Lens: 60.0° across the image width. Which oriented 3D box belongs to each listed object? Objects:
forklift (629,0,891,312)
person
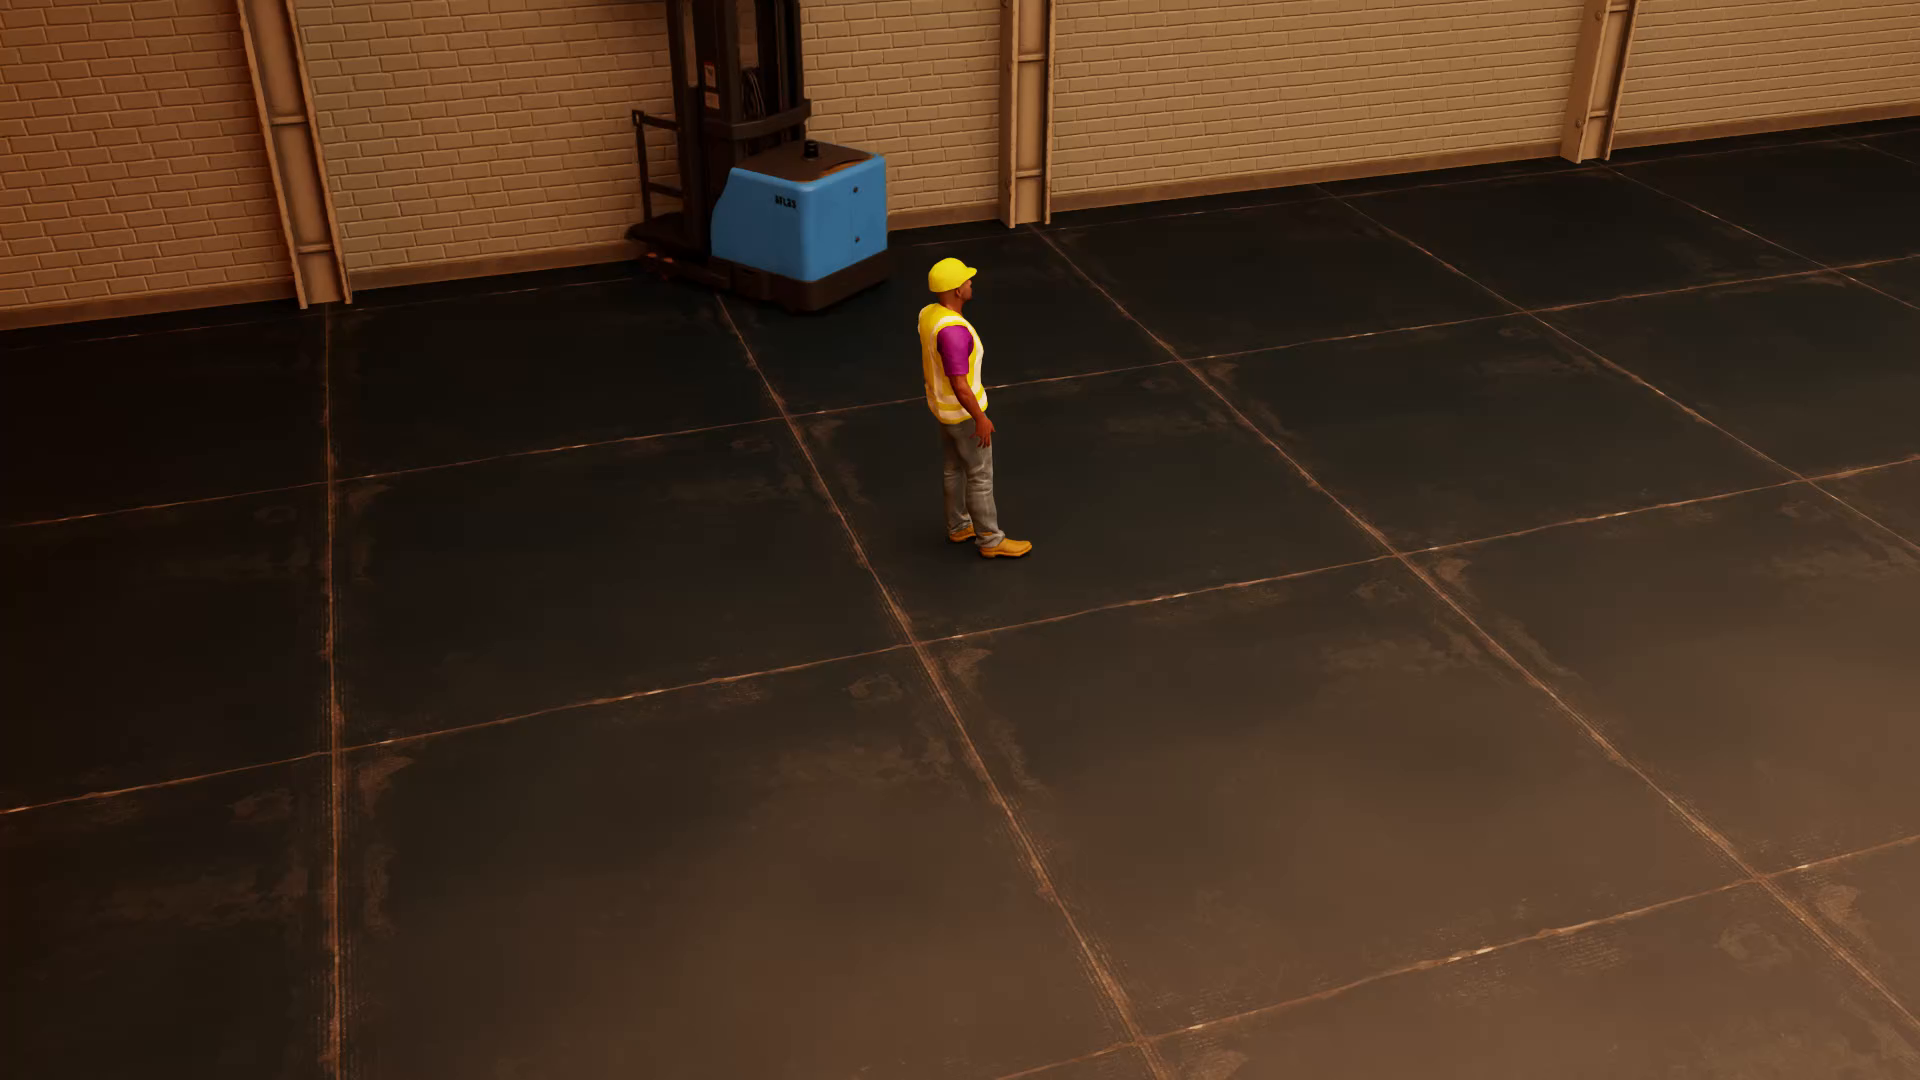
[{"bbox_3d":[-2.058,-3.633,13.402,3.031,2.935,1.130,20,36,31],"label":"forklift"},{"bbox_3d":[-0.007,-0.793,9.559,0.420,1.706,0.665,-10,31,-16],"label":"person"}]
